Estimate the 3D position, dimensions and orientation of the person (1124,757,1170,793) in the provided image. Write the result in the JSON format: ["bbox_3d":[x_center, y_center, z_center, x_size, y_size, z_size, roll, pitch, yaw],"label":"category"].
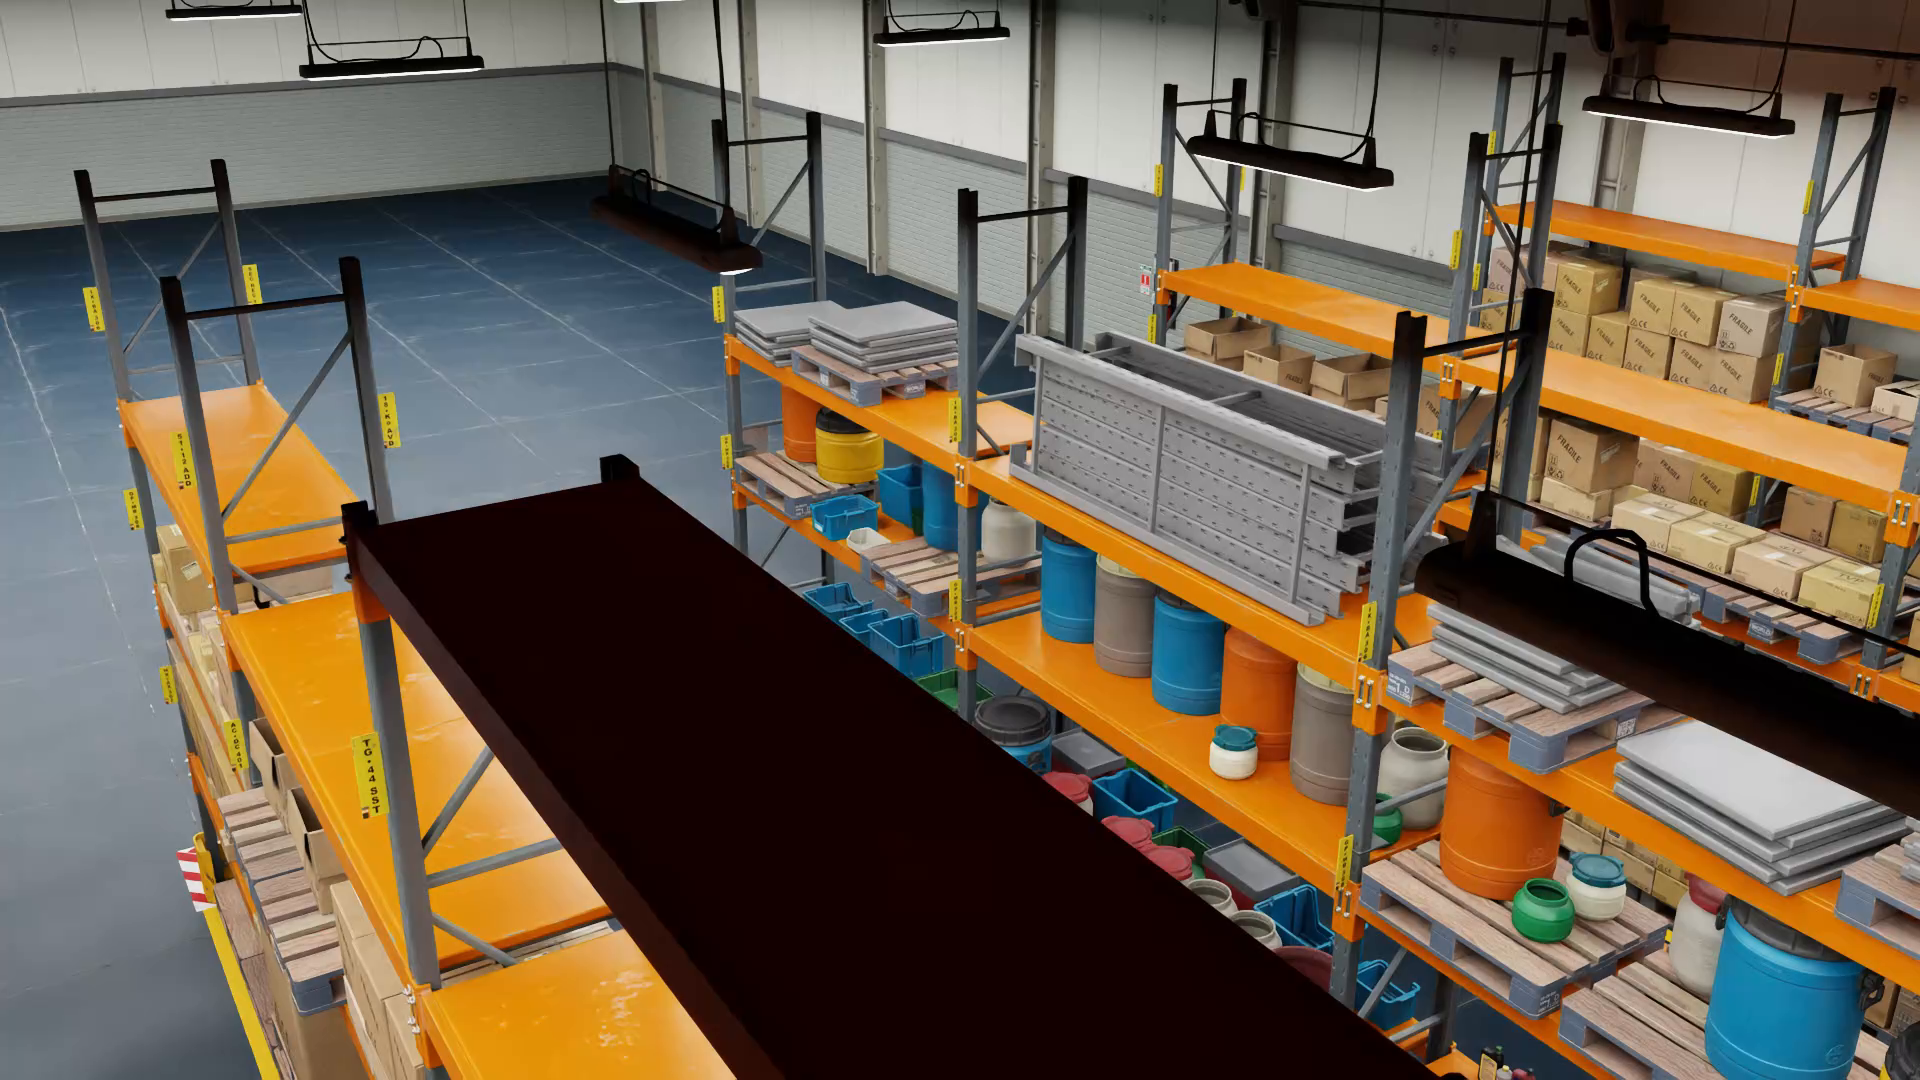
[{"bbox_3d":[1.547,1.705,14.344,0.586,1.623,0.663,-7,23,-17],"label":"person"}]
